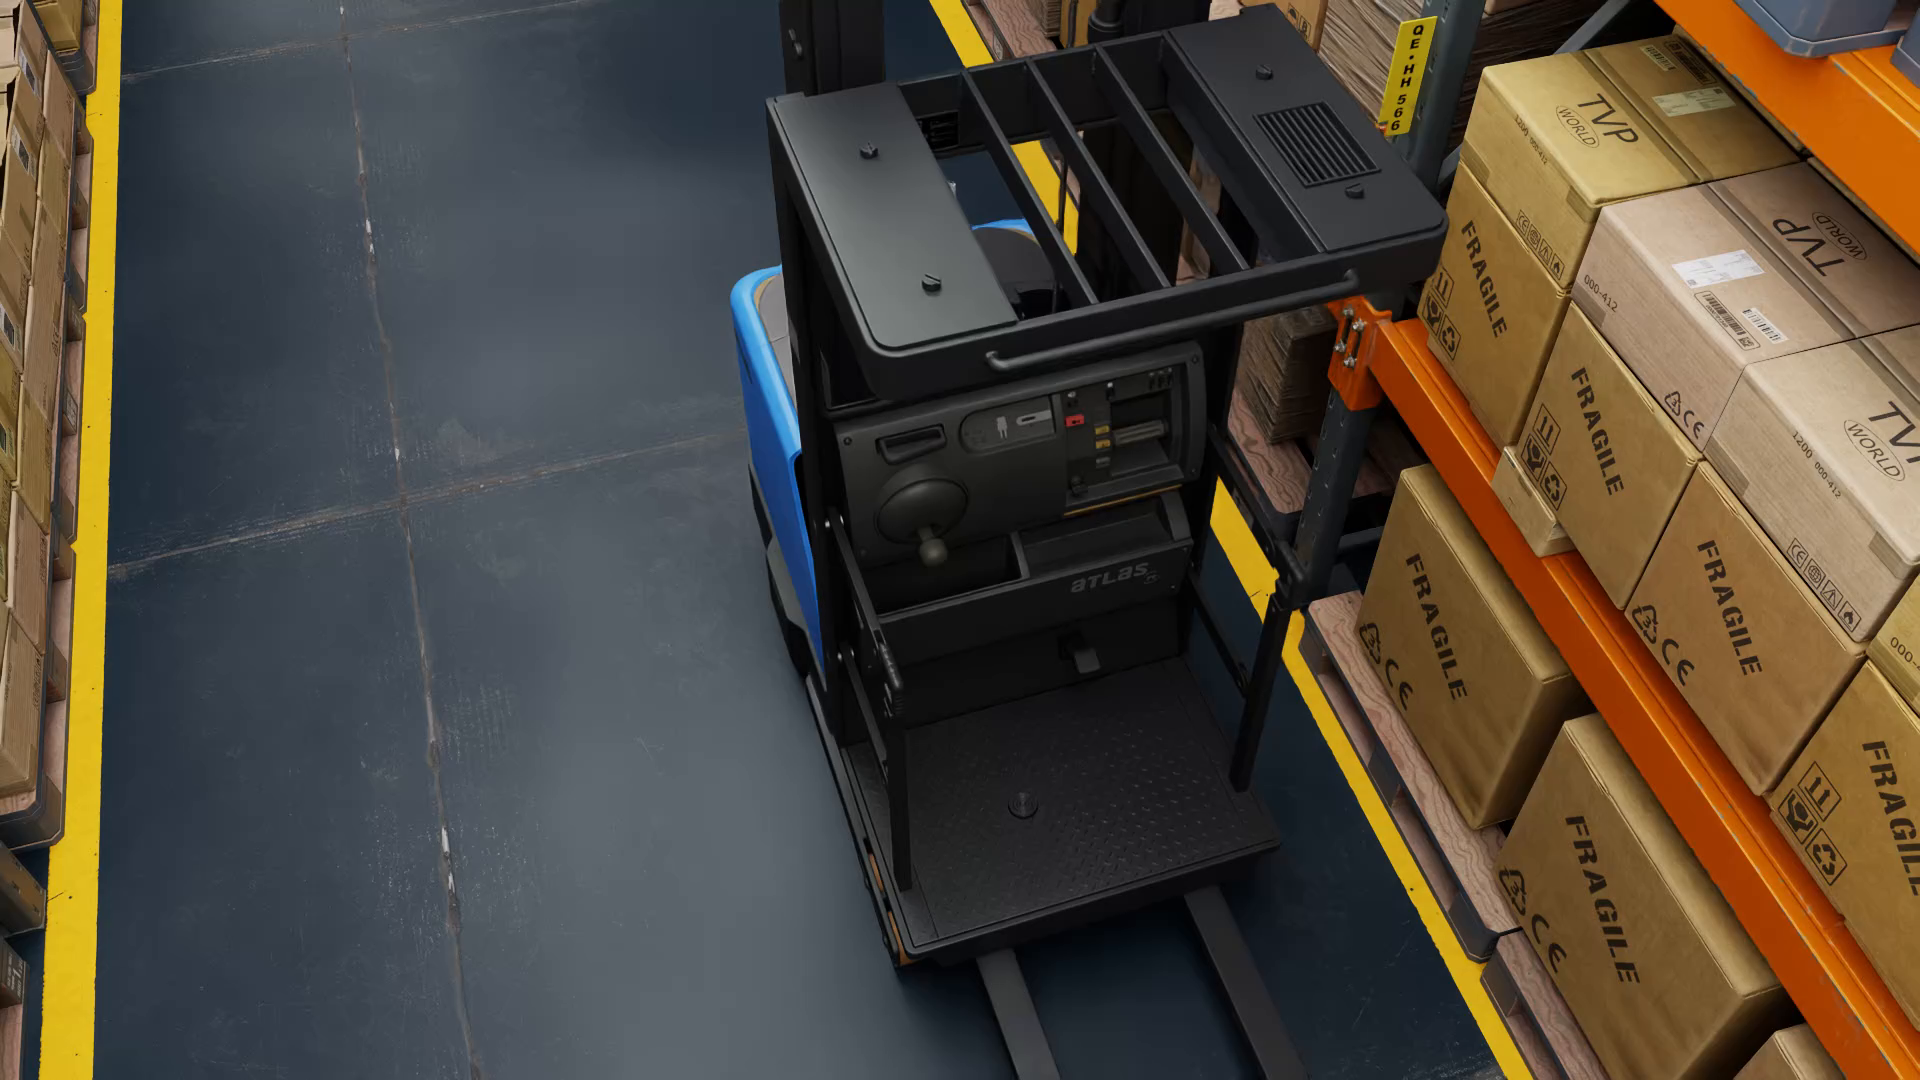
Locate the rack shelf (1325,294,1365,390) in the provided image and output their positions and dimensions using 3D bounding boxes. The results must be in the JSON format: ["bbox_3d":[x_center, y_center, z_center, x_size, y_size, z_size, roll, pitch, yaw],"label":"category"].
[{"bbox_3d":[1.004,-2.126,6.051,1.077,0.370,4.000,-13,51,-11],"label":"rack shelf"}]

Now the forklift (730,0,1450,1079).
[{"bbox_3d":[0.232,-0.097,3.915,1.130,2.935,3.031,-14,51,-12],"label":"forklift"}]

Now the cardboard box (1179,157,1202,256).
[{"bbox_3d":[1.117,-1.506,6.405,0.700,0.500,0.500,-14,51,-11],"label":"cardboard box"}]

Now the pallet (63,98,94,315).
[{"bbox_3d":[-4.063,-1.268,6.681,1.003,0.211,1.213,-13,51,-11],"label":"pallet"}]

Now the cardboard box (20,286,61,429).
[{"bbox_3d":[-3.470,-0.592,5.811,0.500,0.250,0.500,-12,51,-10],"label":"cardboard box"}]

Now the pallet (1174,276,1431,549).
[{"bbox_3d":[1.366,-0.570,6.092,1.003,0.211,1.213,-13,51,-11],"label":"pallet"}]

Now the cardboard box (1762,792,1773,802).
[{"bbox_3d":[1.879,0.404,3.599,0.380,0.149,0.250,-13,51,-10],"label":"cardboard box"}]

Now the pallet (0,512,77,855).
[{"bbox_3d":[-3.342,0.514,5.178,1.003,0.211,1.213,-13,51,-11],"label":"pallet"}]

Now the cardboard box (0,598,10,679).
[{"bbox_3d":[-3.010,0.347,4.653,0.500,0.311,0.500,-12,51,-10],"label":"cardboard box"}]

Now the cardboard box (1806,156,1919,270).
[{"bbox_3d":[2.127,-0.622,3.549,0.500,0.250,0.500,-15,51,-12],"label":"cardboard box"}]

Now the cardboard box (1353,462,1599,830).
[{"bbox_3d":[1.687,0.227,4.728,0.750,0.750,0.750,-14,51,-11],"label":"cardboard box"}]

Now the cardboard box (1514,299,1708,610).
[{"bbox_3d":[1.640,-0.235,3.713,0.500,0.500,0.500,-12,51,-10],"label":"cardboard box"}]

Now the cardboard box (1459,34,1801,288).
[{"bbox_3d":[1.492,-0.863,3.752,0.500,0.250,0.500,-12,51,-10],"label":"cardboard box"}]

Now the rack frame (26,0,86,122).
[{"bbox_3d":[-4.319,-2.696,6.061,1.000,3.000,0.127,-13,51,-11],"label":"rack frame"}]

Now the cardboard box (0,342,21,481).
[{"bbox_3d":[-3.322,-0.408,5.289,0.500,0.311,0.500,-15,51,-12],"label":"cardboard box"}]

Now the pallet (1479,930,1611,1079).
[{"bbox_3d":[2.114,1.484,4.361,1.003,0.211,1.213,-13,51,-11],"label":"pallet"}]

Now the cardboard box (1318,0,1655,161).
[{"bbox_3d":[1.447,-1.412,4.626,0.700,0.500,0.500,-19,52,-15],"label":"cardboard box"}]

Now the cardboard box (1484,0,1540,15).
[{"bbox_3d":[1.465,-1.526,4.297,0.380,0.149,0.250,-19,53,-16],"label":"cardboard box"}]

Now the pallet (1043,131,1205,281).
[{"bbox_3d":[1.009,-1.459,6.842,1.003,0.211,1.213,-13,51,-11],"label":"pallet"}]

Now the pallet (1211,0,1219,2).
[{"bbox_3d":[0.971,-2.272,5.829,1.003,0.211,1.213,-13,51,-11],"label":"pallet"}]

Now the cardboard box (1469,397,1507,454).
[{"bbox_3d":[1.538,-0.344,4.229,0.380,0.149,0.250,-13,51,-10],"label":"cardboard box"}]

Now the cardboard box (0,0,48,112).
[{"bbox_3d":[-3.925,-1.895,6.542,0.500,0.311,0.500,-13,51,-11],"label":"cardboard box"}]

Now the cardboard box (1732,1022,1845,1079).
[{"bbox_3d":[2.196,1.488,3.665,0.750,0.750,0.750,-12,51,-10],"label":"cardboard box"}]

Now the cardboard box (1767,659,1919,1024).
[{"bbox_3d":[1.948,0.507,3.088,0.500,0.500,0.500,-12,51,-10],"label":"cardboard box"}]

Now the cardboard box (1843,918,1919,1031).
[{"bbox_3d":[2.006,0.781,3.281,0.380,0.149,0.250,-12,51,-10],"label":"cardboard box"}]

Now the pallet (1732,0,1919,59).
[{"bbox_3d":[1.836,-1.345,3.084,1.213,0.211,1.003,-11,51,-9],"label":"pallet"}]

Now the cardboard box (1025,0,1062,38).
[{"bbox_3d":[0.646,-2.621,7.345,0.700,0.500,0.500,-12,51,-10],"label":"cardboard box"}]

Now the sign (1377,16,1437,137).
[{"bbox_3d":[1.080,-1.115,4.023,0.100,0.325,0.005,-13,51,-11],"label":"sign"}]

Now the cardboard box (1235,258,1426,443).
[{"bbox_3d":[1.333,-0.747,5.765,0.700,0.500,0.500,-13,51,-10],"label":"cardboard box"}]

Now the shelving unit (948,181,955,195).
[{"bbox_3d":[-0.208,-0.861,5.691,0.258,1.200,0.503,-14,51,-12],"label":"shelving unit"}]

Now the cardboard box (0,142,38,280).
[{"bbox_3d":[-3.620,-1.151,5.916,0.500,0.311,0.500,-13,51,-11],"label":"cardboard box"}]

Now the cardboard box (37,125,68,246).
[{"bbox_3d":[-3.771,-1.338,6.440,0.500,0.250,0.500,-14,51,-12],"label":"cardboard box"}]

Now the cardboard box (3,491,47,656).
[{"bbox_3d":[-3.159,0.161,5.176,0.500,0.250,0.500,-15,51,-12],"label":"cardboard box"}]
